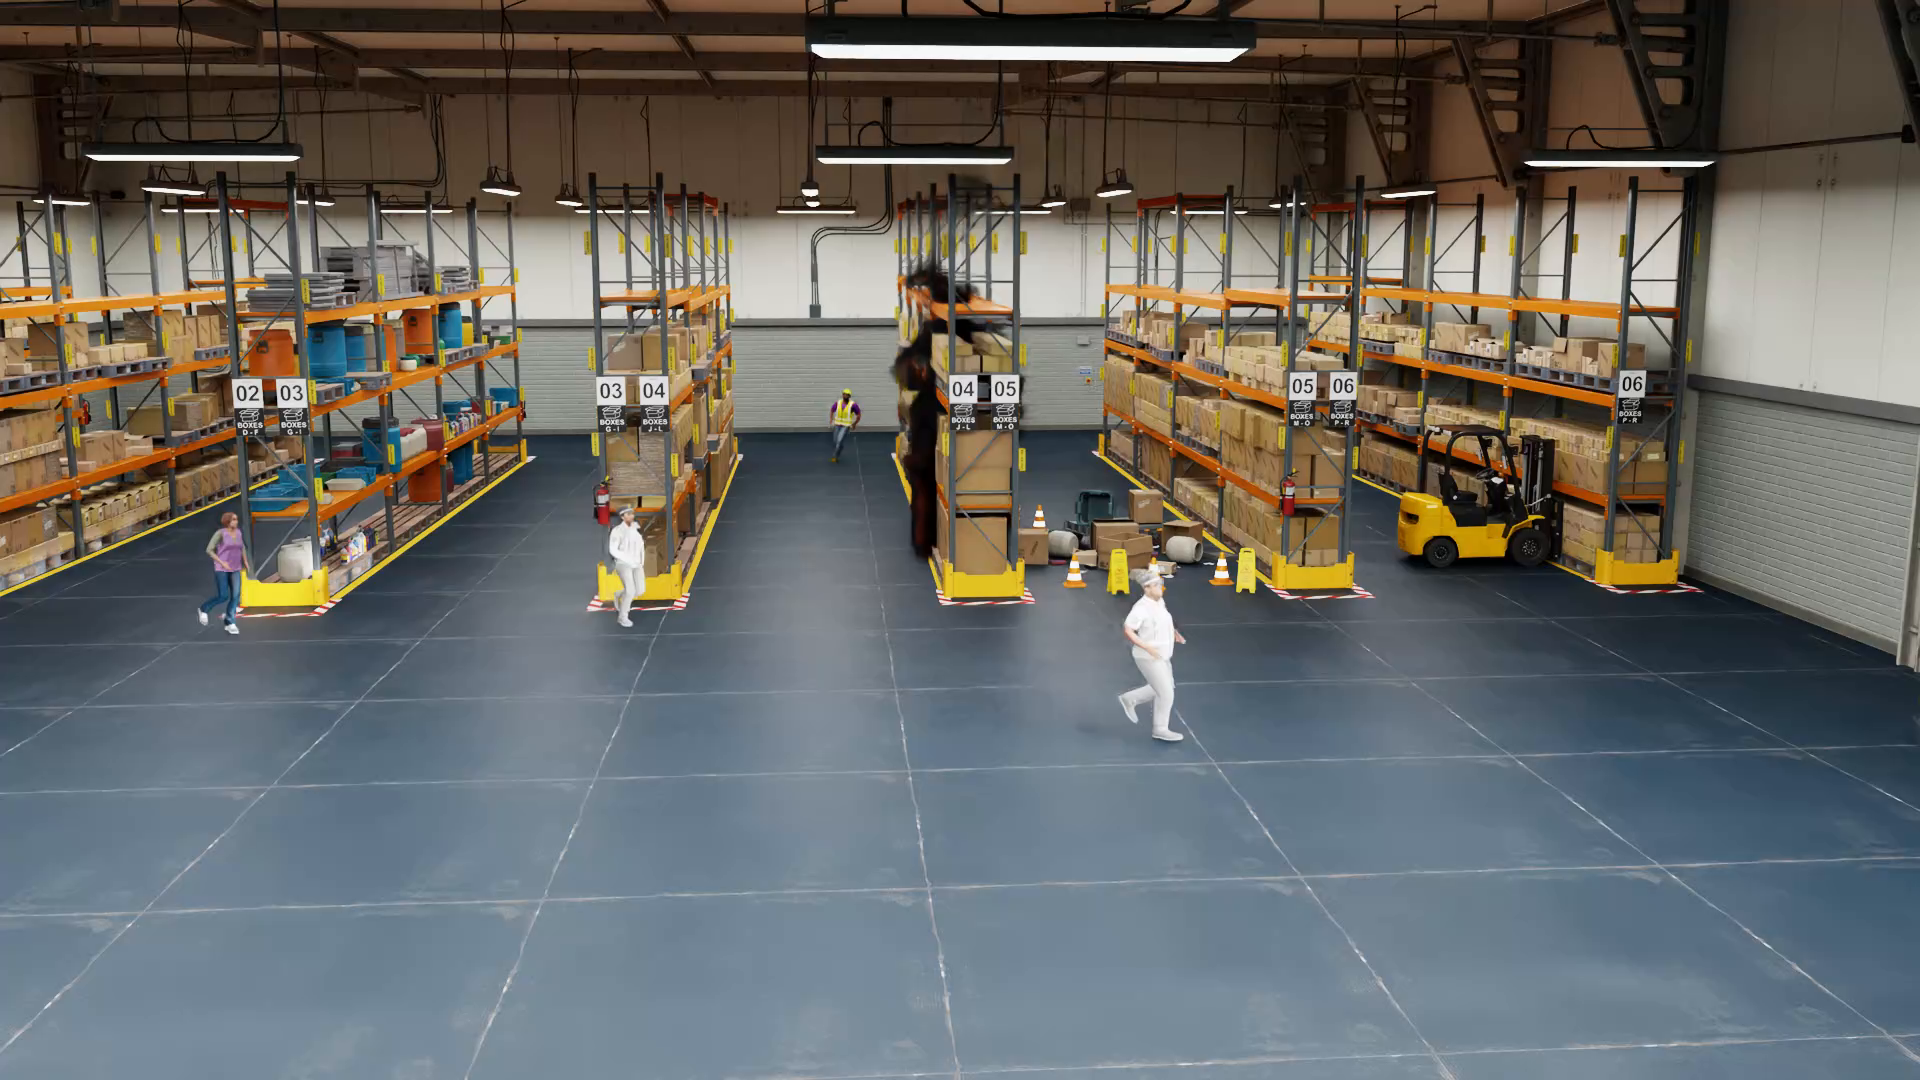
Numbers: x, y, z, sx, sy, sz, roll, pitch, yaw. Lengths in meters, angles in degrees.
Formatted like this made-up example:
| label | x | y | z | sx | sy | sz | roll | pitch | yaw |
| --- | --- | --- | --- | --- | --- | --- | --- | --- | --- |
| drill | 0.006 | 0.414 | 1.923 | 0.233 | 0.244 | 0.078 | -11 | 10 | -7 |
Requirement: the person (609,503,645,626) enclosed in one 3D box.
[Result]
| label | x | y | z | sx | sy | sz | roll | pitch | yaw |
| --- | --- | --- | --- | --- | --- | --- | --- | --- | --- |
| person | -4.429 | 0.316 | 22.220 | 0.618 | 1.666 | 0.646 | 8 | 13 | 38 |

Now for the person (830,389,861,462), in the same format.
| label | x | y | z | sx | sy | sz | roll | pitch | yaw |
| --- | --- | --- | --- | --- | --- | --- | --- | --- | --- |
| person | -2.719 | -2.693 | 39.071 | 0.754 | 1.699 | 0.750 | 2 | 10 | 13 |

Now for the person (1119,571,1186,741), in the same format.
| label | x | y | z | sx | sy | sz | roll | pitch | yaw |
| --- | --- | --- | --- | --- | --- | --- | --- | --- | --- |
| person | 1.950 | 1.165 | 17.081 | 0.779 | 1.741 | 0.672 | 6 | 12 | 30 |

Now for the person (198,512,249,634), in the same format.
| label | x | y | z | sx | sy | sz | roll | pitch | yaw |
| --- | --- | --- | --- | --- | --- | --- | --- | --- | --- |
| person | -9.672 | 0.403 | 21.971 | 0.678 | 1.572 | 0.598 | 5 | 11 | 28 |
